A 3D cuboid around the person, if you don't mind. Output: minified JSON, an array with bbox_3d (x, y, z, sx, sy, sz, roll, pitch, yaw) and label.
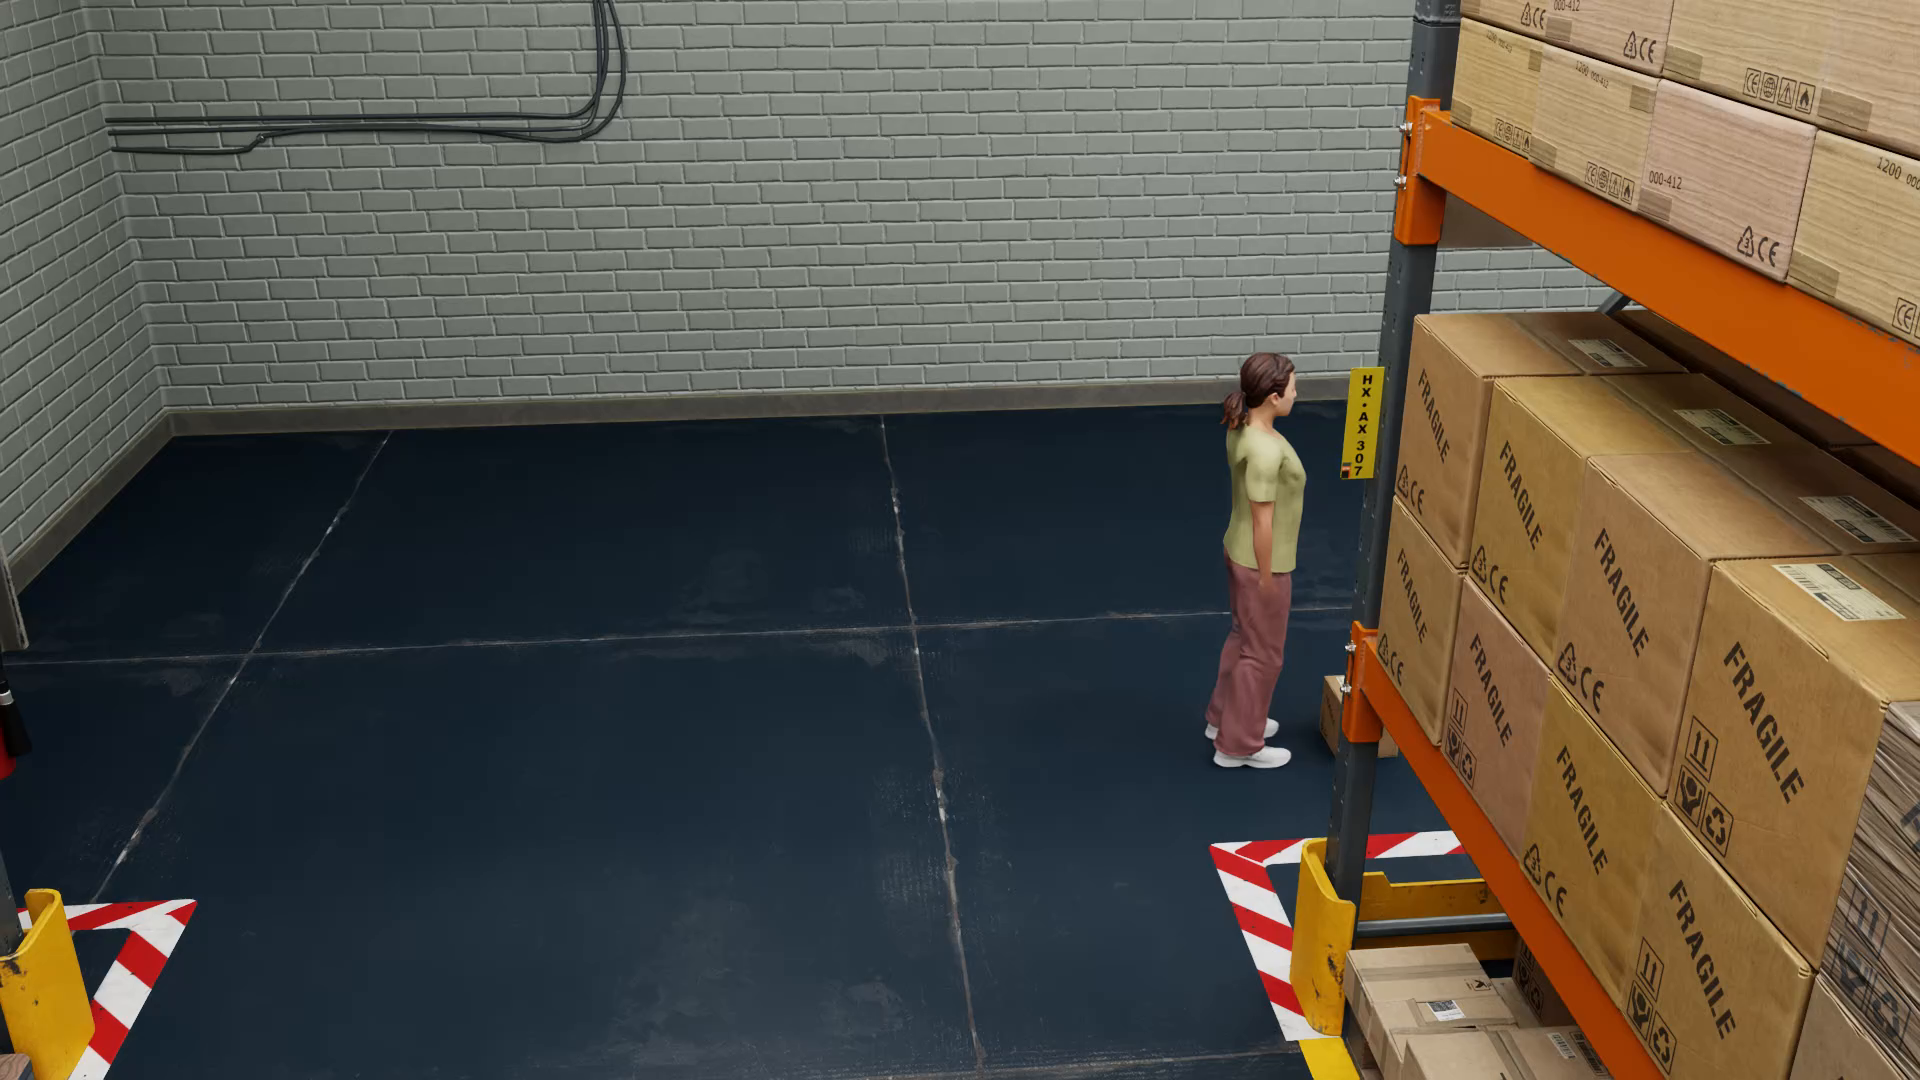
[{"bbox_3d":[1.140,0.080,6.431,0.362,1.670,0.441,-2,24,-4],"label":"person"}]
